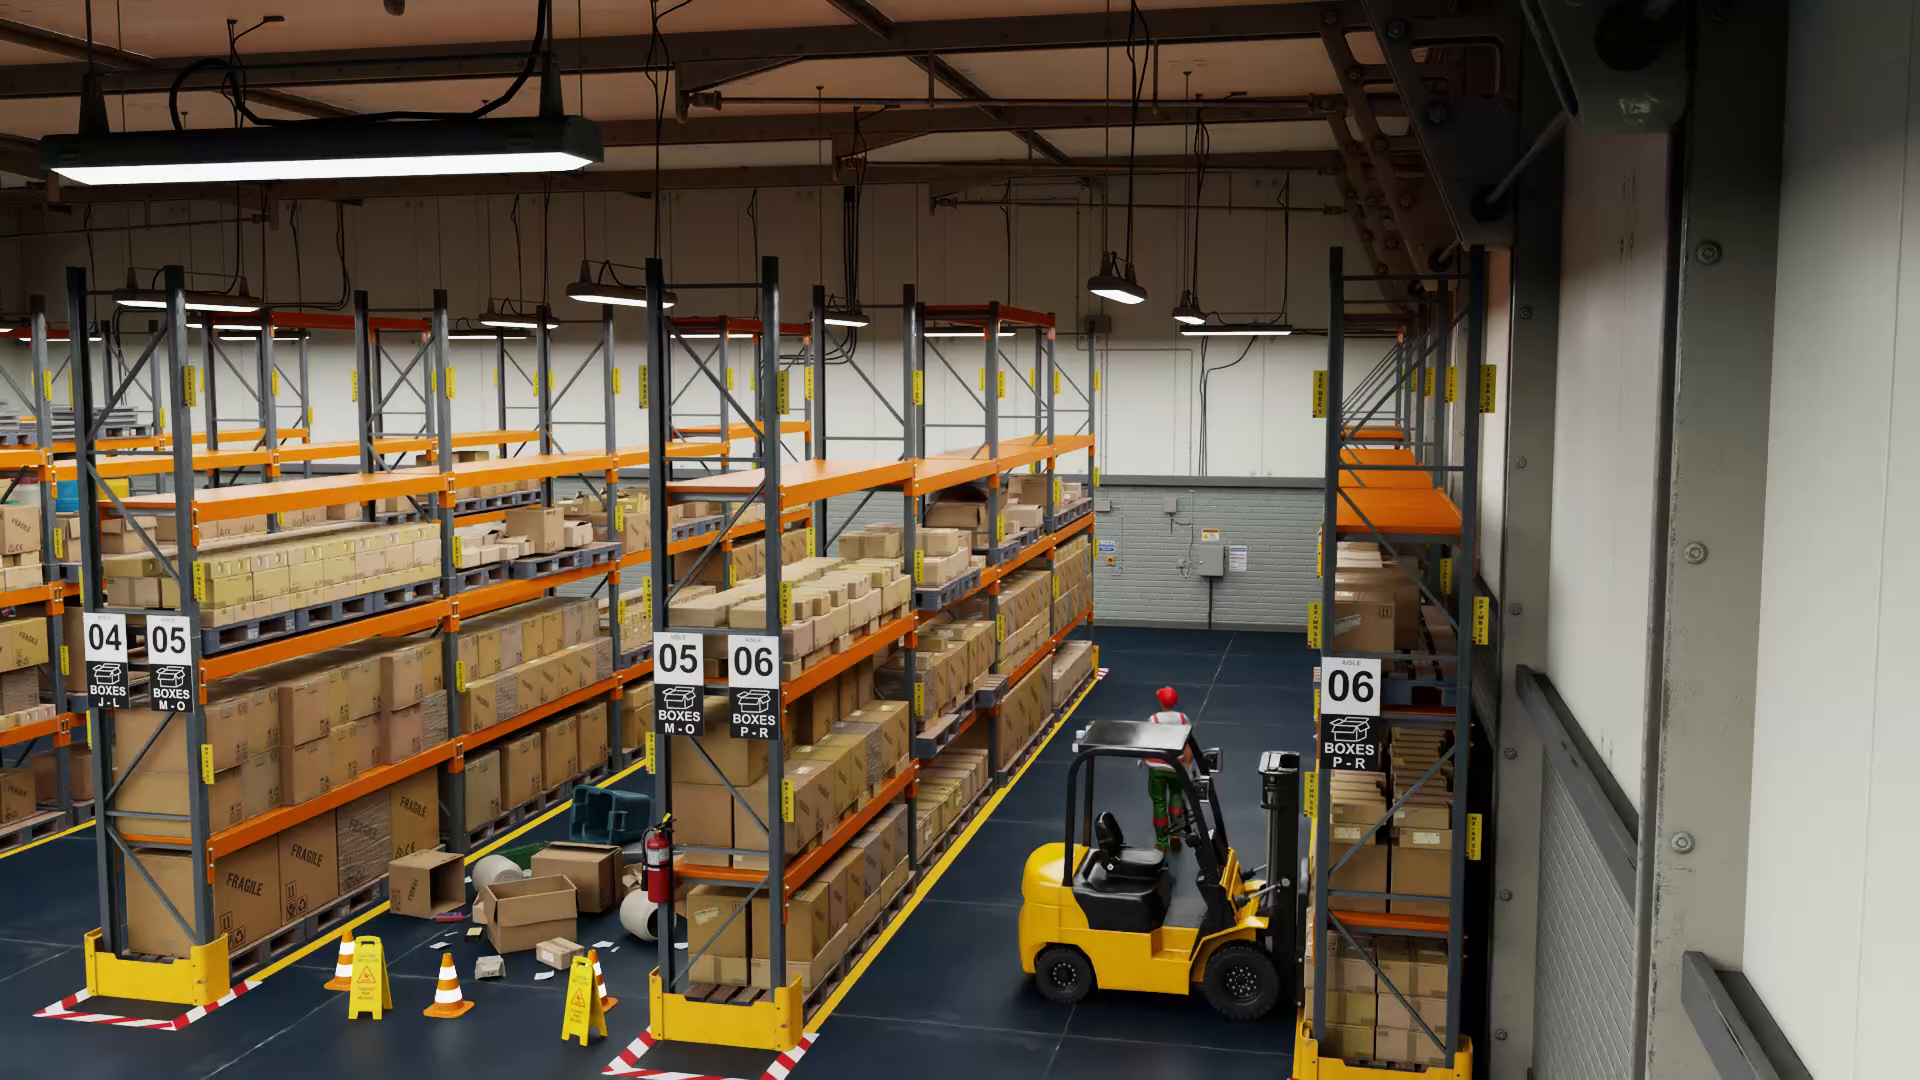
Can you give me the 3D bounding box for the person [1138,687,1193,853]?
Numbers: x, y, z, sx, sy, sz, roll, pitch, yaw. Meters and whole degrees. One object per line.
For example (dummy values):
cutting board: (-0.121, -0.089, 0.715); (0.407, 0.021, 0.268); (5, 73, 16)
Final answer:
person: (2.218, 2.463, 17.928); (0.584, 1.817, 0.542); (0, 6, 3)
